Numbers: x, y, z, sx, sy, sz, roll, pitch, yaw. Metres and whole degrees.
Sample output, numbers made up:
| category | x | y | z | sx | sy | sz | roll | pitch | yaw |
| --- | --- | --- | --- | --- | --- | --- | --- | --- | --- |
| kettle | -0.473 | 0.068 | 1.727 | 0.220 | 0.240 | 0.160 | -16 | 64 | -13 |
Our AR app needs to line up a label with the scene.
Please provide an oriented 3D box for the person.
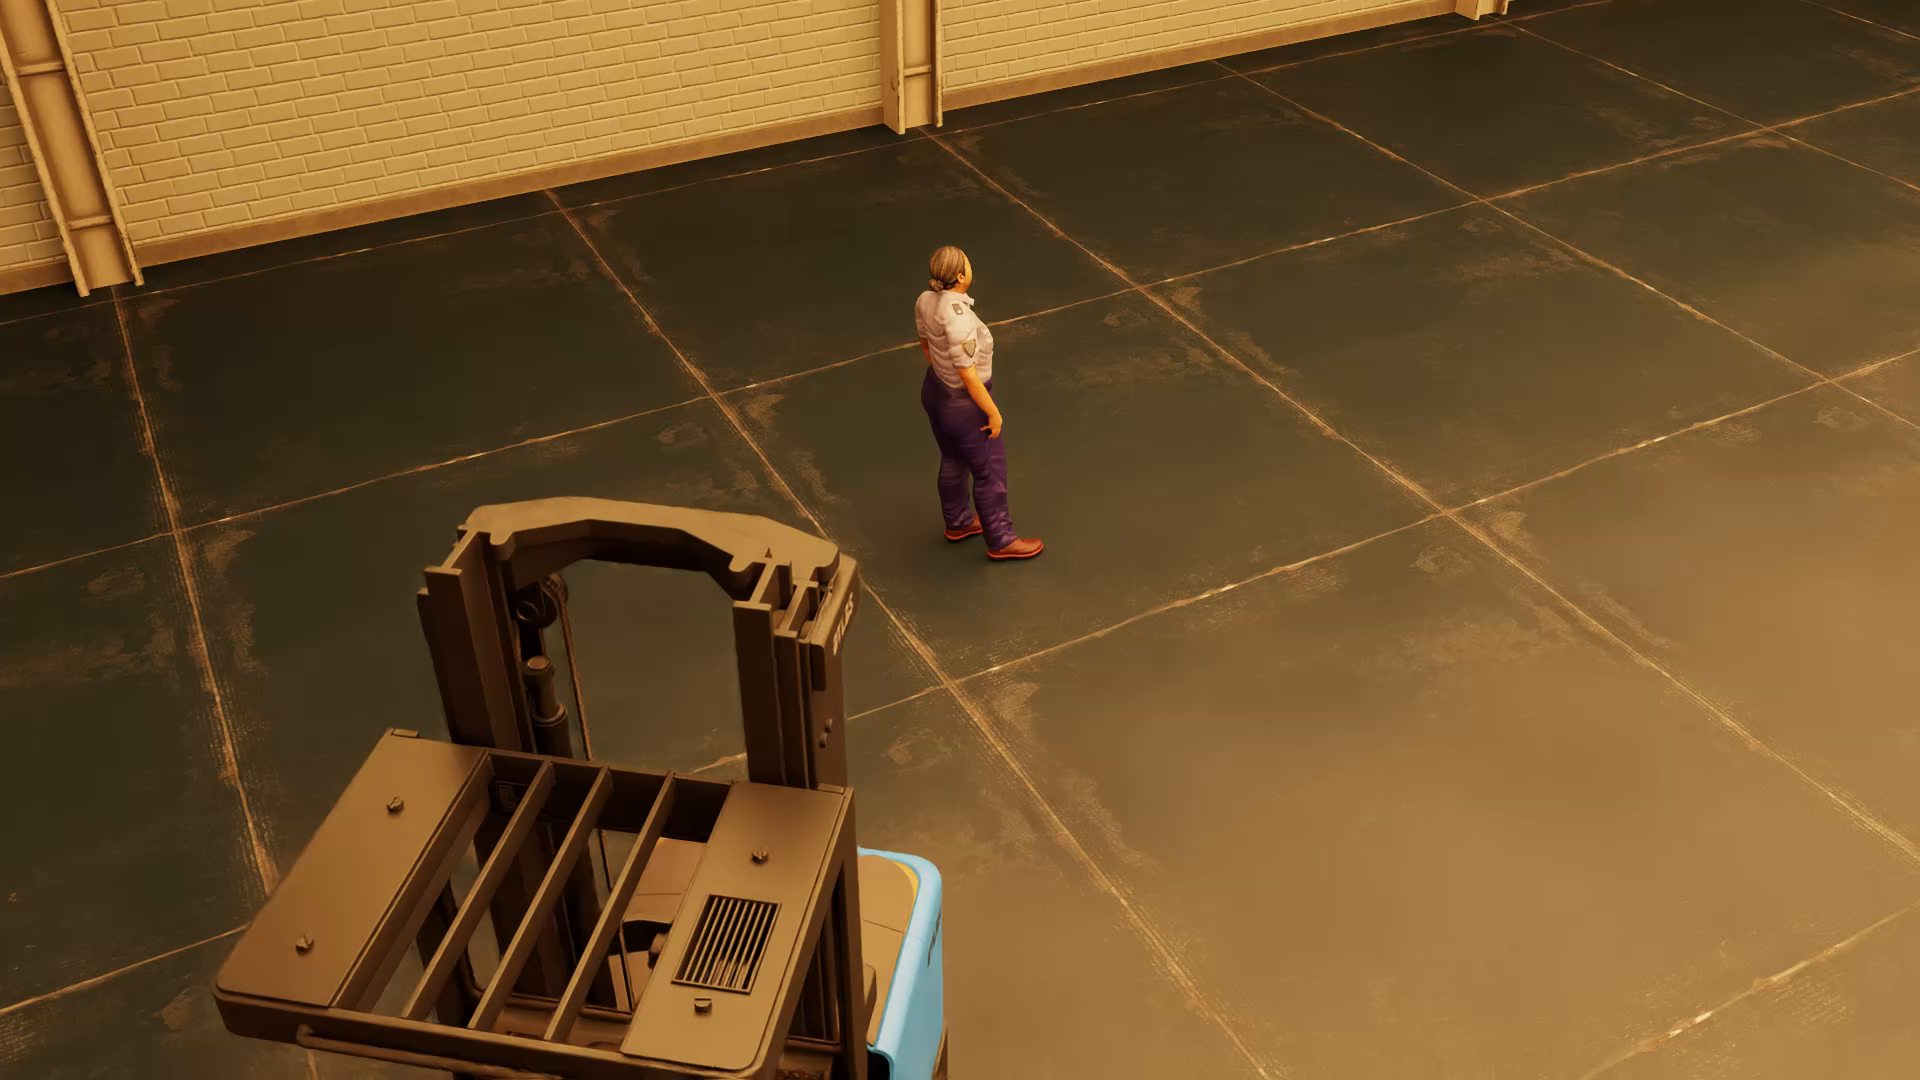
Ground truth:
| category | x | y | z | sx | sy | sz | roll | pitch | yaw |
| --- | --- | --- | --- | --- | --- | --- | --- | --- | --- |
| person | 0.090 | -0.692 | 8.200 | 0.503 | 1.651 | 0.598 | -17 | 39 | -23 |

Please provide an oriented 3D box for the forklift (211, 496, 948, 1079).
| category | x | y | z | sx | sy | sz | roll | pitch | yaw |
| --- | --- | --- | --- | --- | --- | --- | --- | --- | --- |
| forklift | -0.816 | 1.490 | 4.015 | 1.130 | 2.935 | 3.031 | 6 | 36 | 8 |
